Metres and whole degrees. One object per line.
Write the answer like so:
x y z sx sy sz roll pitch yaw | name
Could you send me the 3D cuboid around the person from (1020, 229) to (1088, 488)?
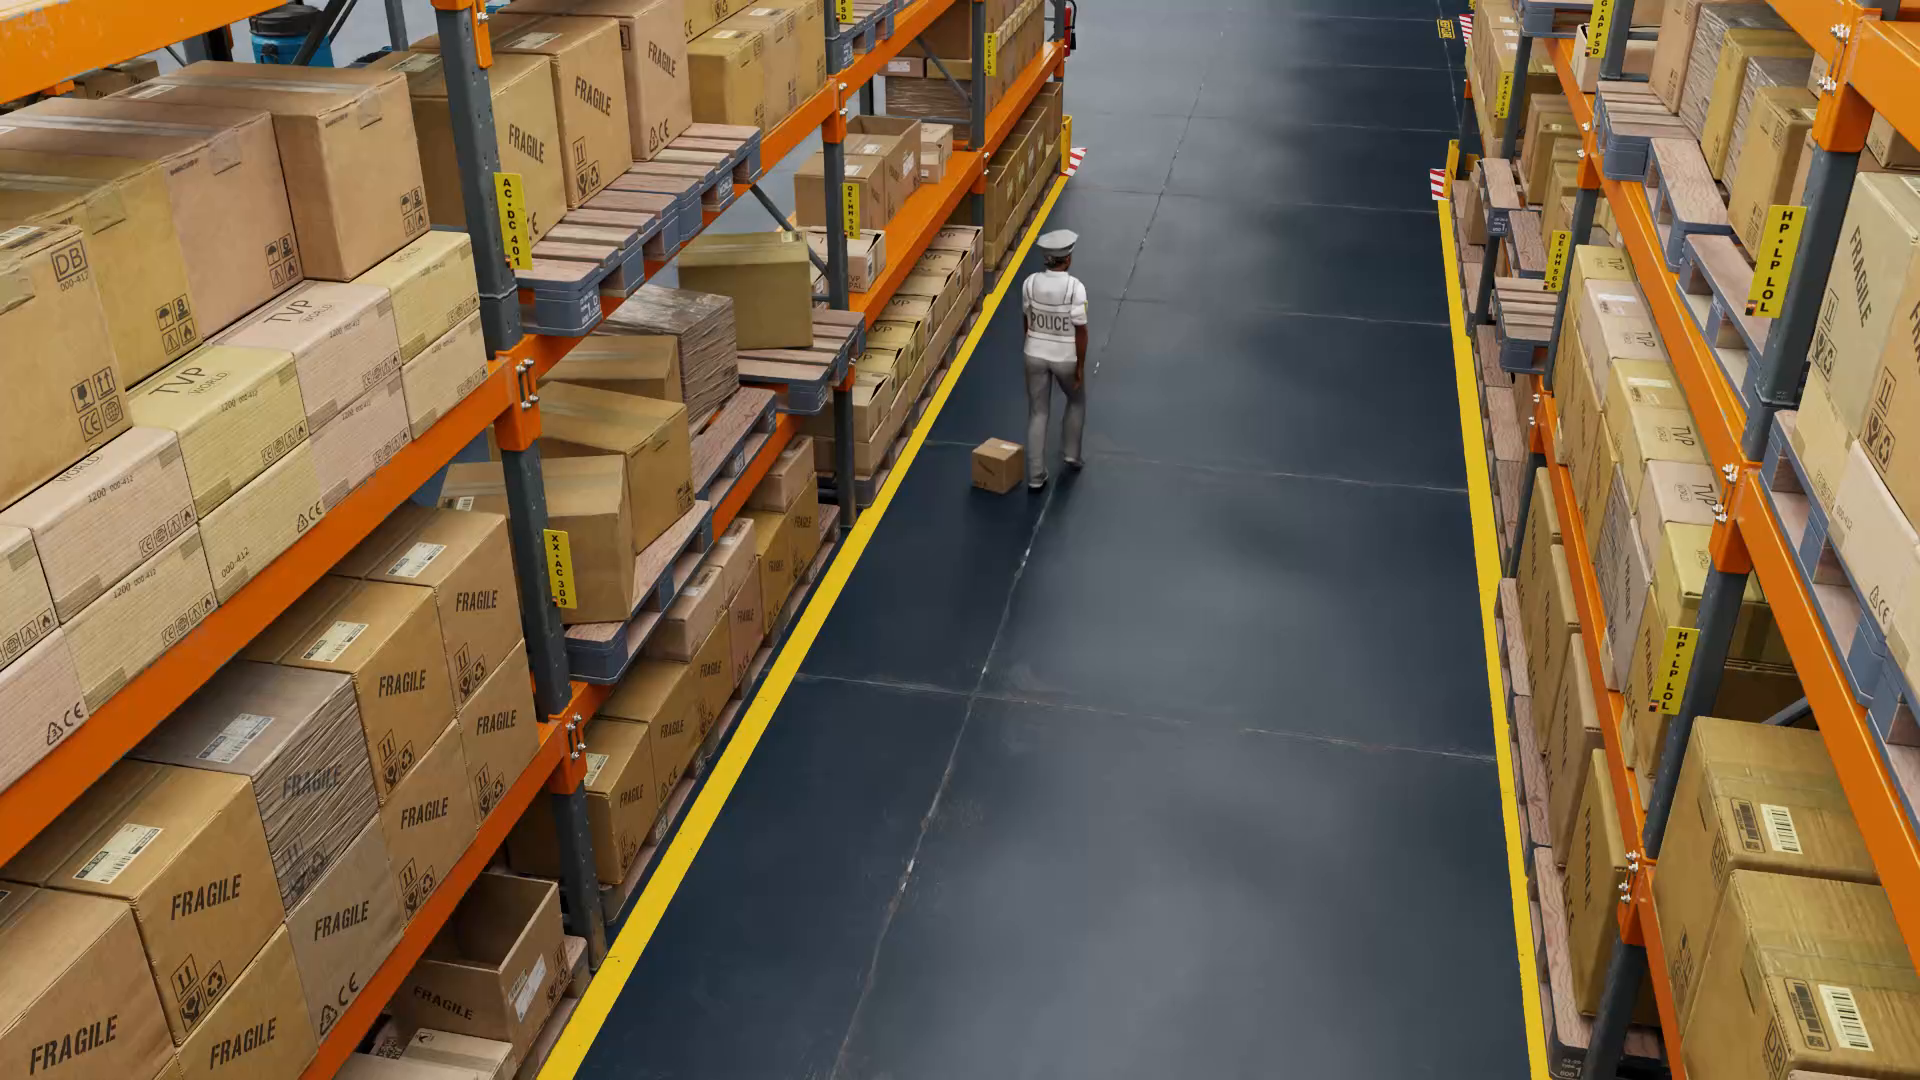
0.614 -1.148 10.698 0.455 1.711 0.651 8 30 14 | person
